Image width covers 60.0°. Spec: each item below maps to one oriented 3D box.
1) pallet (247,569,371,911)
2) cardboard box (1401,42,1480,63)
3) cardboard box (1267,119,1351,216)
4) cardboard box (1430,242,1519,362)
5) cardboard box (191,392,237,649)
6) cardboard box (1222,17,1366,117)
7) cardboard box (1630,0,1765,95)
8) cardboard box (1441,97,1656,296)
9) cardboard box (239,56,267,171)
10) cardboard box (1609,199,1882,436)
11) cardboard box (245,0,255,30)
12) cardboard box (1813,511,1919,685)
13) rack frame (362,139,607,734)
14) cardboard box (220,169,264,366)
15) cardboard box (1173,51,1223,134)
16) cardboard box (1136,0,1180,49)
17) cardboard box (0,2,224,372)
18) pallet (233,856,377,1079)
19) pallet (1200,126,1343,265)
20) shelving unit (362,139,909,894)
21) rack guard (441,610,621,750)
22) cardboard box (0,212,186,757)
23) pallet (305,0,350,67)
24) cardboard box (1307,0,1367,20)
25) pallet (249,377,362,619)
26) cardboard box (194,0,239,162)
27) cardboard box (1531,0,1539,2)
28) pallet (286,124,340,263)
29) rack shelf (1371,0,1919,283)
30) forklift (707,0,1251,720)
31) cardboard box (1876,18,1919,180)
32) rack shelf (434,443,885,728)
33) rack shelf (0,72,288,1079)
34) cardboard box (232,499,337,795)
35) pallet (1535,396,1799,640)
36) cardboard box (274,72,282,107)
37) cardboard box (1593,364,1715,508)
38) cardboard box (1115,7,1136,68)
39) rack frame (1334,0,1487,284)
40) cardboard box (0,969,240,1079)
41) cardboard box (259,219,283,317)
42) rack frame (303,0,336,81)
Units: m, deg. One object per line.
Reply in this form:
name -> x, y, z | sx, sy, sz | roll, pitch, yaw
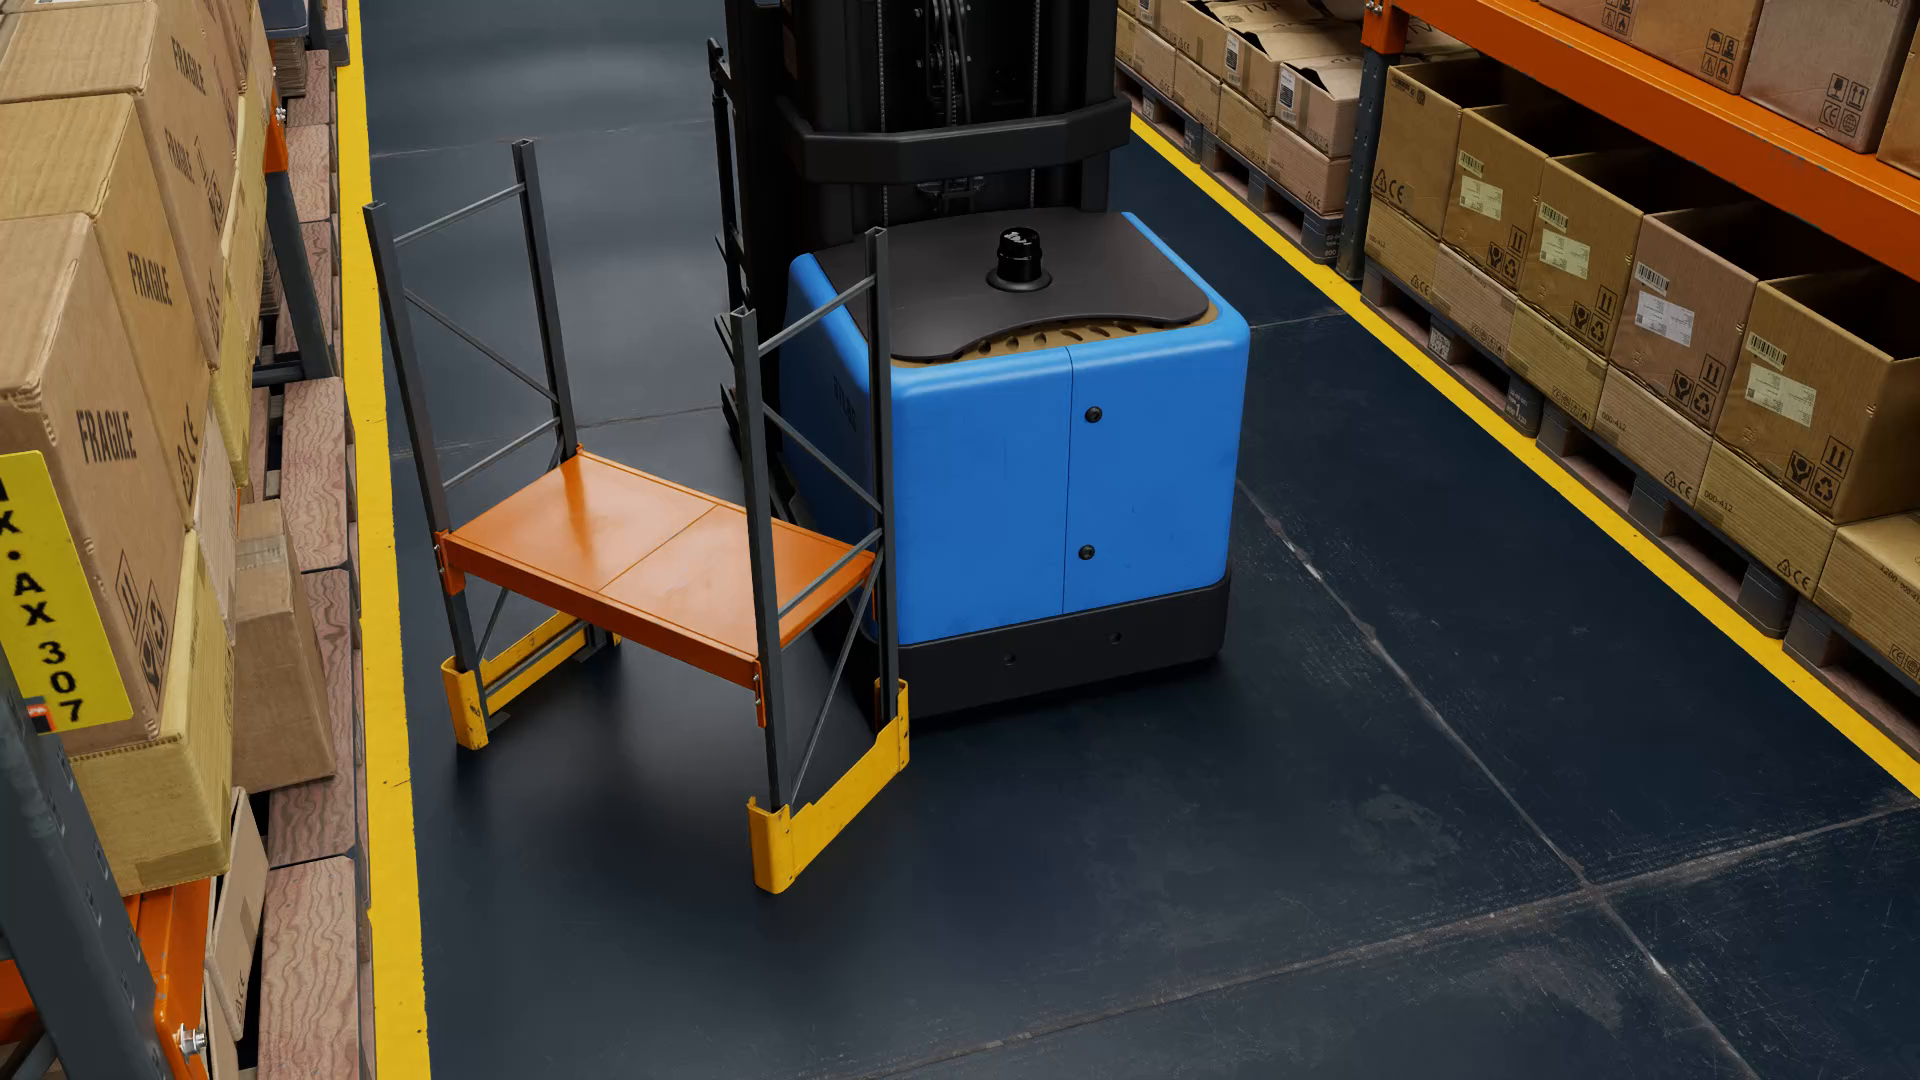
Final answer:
pallet -> -2.042, 0.564, 4.206 | 1.003, 0.211, 1.213 | -10, 35, -15
cardboard box -> 2.171, -1.944, 7.076 | 0.500, 0.311, 0.500 | -10, 35, -15
cardboard box -> 1.657, -1.620, 7.094 | 0.500, 0.250, 0.500 | -10, 35, -15
cardboard box -> 2.060, -0.893, 5.994 | 0.500, 0.250, 0.500 | -10, 35, -15
cardboard box -> -1.455, -0.014, 2.668 | 0.500, 0.250, 0.500 | -11, 35, -16
cardboard box -> 1.498, -2.122, 7.345 | 0.500, 0.311, 0.500 | -9, 35, -13
cardboard box -> 2.517, -1.693, 5.001 | 0.700, 0.500, 0.500 | -10, 35, -14
cardboard box -> 2.063, -1.207, 5.788 | 0.500, 0.500, 0.500 | -10, 35, -15
cardboard box -> -2.080, -1.073, 4.271 | 0.500, 0.250, 0.500 | -10, 35, -15
cardboard box -> 2.363, -0.681, 4.992 | 0.500, 0.500, 0.500 | -10, 35, -15
cardboard box -> -2.218, -1.651, 4.465 | 0.500, 0.500, 0.500 | -10, 35, -15
cardboard box -> 2.671, 0.157, 4.405 | 0.500, 0.250, 0.500 | -10, 35, -15
rack frame -> -1.163, -0.215, 4.215 | 0.032, 1.500, 0.500 | 19, 38, 26
cardboard box -> -1.757, -0.548, 3.476 | 0.500, 0.250, 0.500 | -10, 35, -14
cardboard box -> 1.348, -2.155, 7.903 | 0.500, 0.250, 0.500 | -9, 35, -14
cardboard box -> 1.199, -2.649, 8.142 | 0.500, 0.311, 0.500 | -10, 35, -15
cardboard box -> -1.589, -0.581, 2.847 | 0.500, 0.500, 0.500 | -11, 35, -16
pallet -> -1.674, 1.203, 3.238 | 1.003, 0.211, 1.213 | -10, 35, -15
pallet -> 1.798, -1.640, 7.540 | 1.003, 0.211, 1.213 | -10, 35, -15
shelving unit -> -0.738, -0.070, 3.996 | 1.083, 1.500, 0.587 | 19, 38, 26
rack guard -> -1.162, 0.307, 4.559 | 0.087, 0.250, 0.587 | 19, 38, 26
cardboard box -> -1.296, -0.048, 2.039 | 0.500, 0.500, 0.500 | -10, 35, -15
pallet -> -4.046, -2.952, 9.525 | 1.003, 0.211, 1.213 | -10, 35, -15
cardboard box -> 1.864, -2.479, 7.886 | 0.500, 0.311, 0.500 | -11, 35, -16
pallet -> -2.418, -0.078, 5.177 | 1.003, 0.211, 1.213 | -10, 35, -15
cardboard box -> -1.917, -1.123, 3.667 | 0.500, 0.500, 0.500 | -11, 35, -16
cardboard box -> 2.201, -2.233, 5.818 | 0.700, 0.500, 0.500 | -11, 35, -16
pallet -> -3.271, -1.475, 7.291 | 1.003, 0.211, 1.213 | -10, 35, -15
rack shelf -> 2.670, -1.073, 4.805 | 1.077, 0.370, 4.000 | -10, 35, -15
forklift -> -0.195, -1.553, 4.942 | 1.130, 2.935, 3.031 | -10, 35, -15
cardboard box -> 2.839, -1.149, 4.177 | 0.700, 0.500, 0.500 | -10, 35, -14
rack shelf -> -0.730, 0.082, 4.091 | 1.000, 0.185, 0.538 | 19, 38, 26
rack shelf -> -2.047, -0.238, 3.542 | 1.077, 0.370, 4.000 | -10, 35, -15
cardboard box -> -1.912, 0.300, 3.943 | 0.700, 0.500, 0.500 | -12, 35, -18
pallet -> 2.638, -0.194, 5.351 | 1.003, 0.211, 1.213 | -10, 35, -15
cardboard box -> -3.561, -2.170, 7.681 | 0.700, 0.500, 0.500 | -10, 35, -15
cardboard box -> 2.366, -0.368, 5.200 | 0.500, 0.250, 0.500 | -10, 35, -15
cardboard box -> 1.038, -2.691, 8.715 | 0.500, 0.250, 0.500 | -11, 35, -16
rack frame -> 2.060, -2.423, 6.196 | 1.000, 3.000, 0.127 | -10, 35, -15
cardboard box -> -1.562, 1.072, 2.947 | 0.500, 0.311, 0.500 | -14, 36, -20
cardboard box -> -2.897, -1.112, 6.081 | 0.700, 0.500, 0.500 | -9, 34, -13
rack frame -> -3.877, -3.688, 8.111 | 1.000, 3.000, 0.127 | -10, 35, -15
